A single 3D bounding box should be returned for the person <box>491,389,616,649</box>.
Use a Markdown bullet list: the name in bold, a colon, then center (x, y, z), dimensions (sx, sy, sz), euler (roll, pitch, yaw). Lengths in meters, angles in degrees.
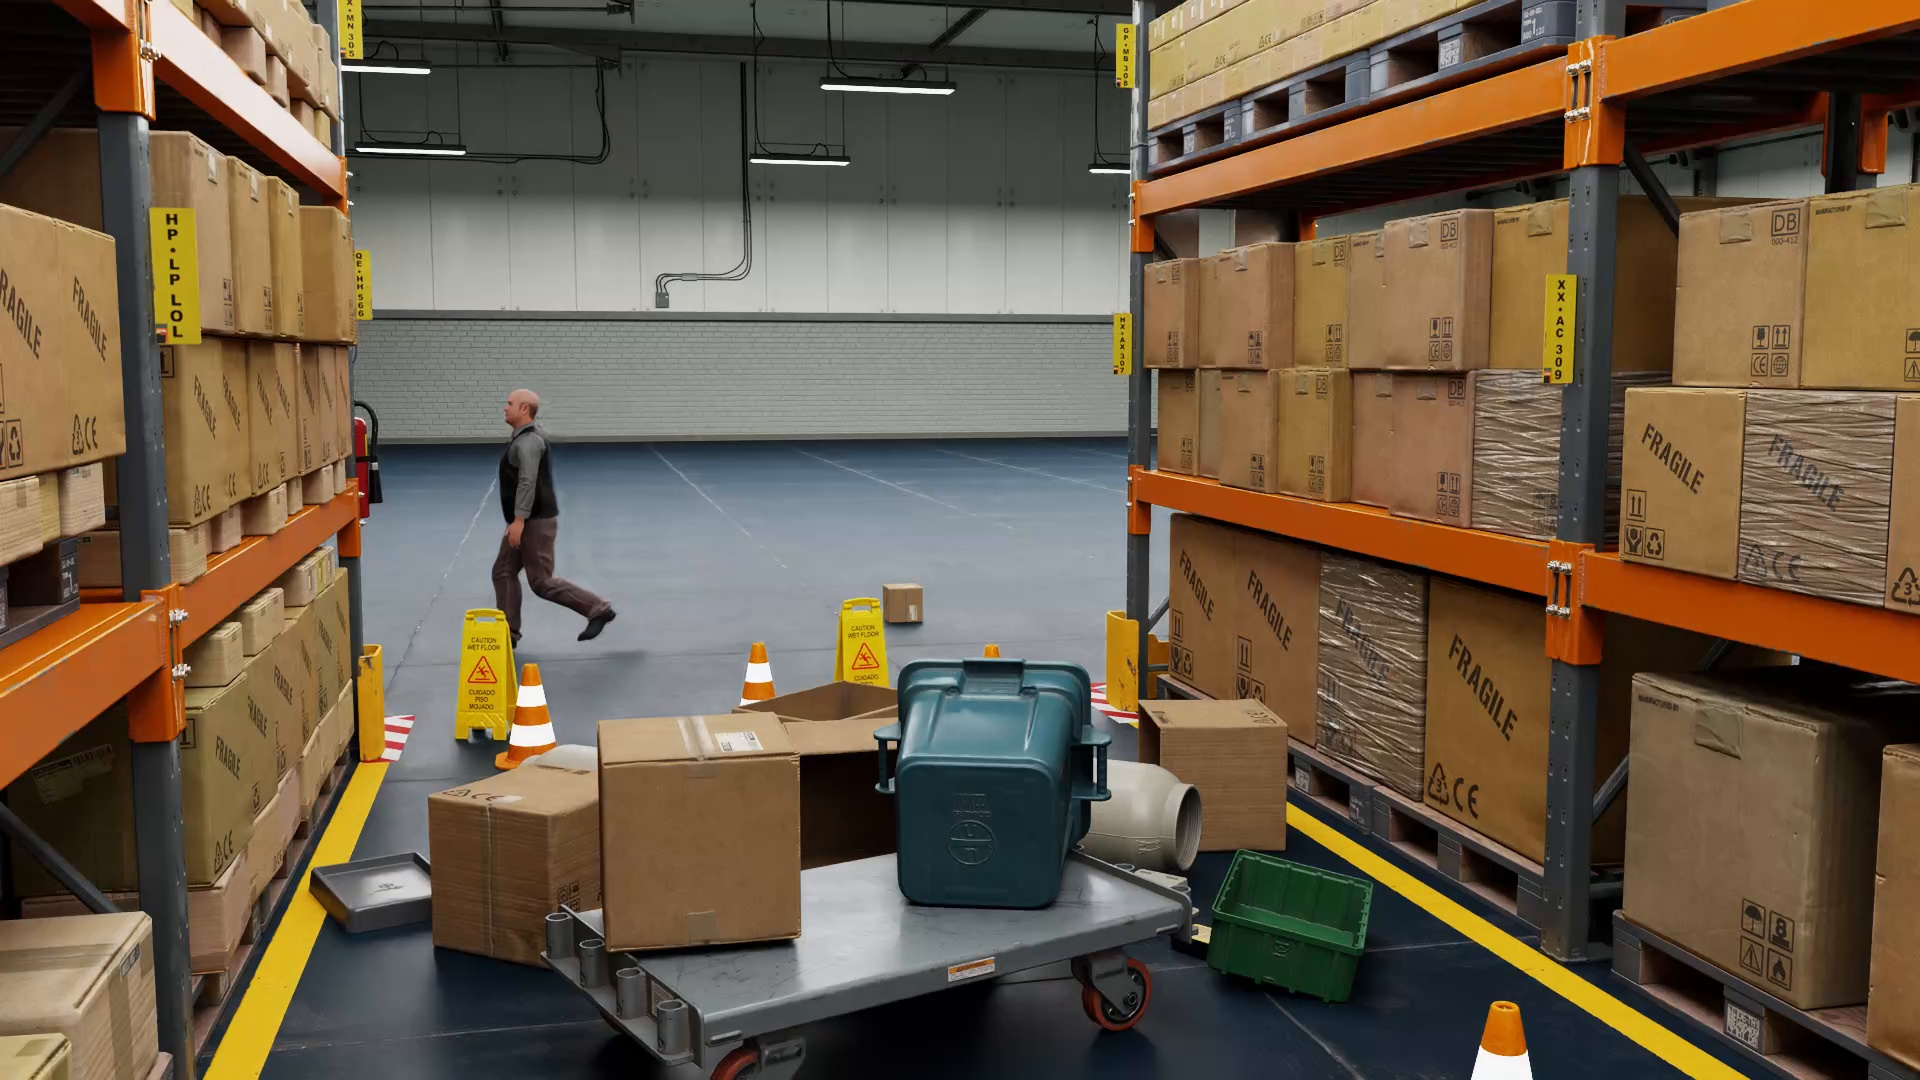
- **person**: center (-2.712, -0.126, 10.744), dimensions (0.926, 1.687, 0.548), euler (-2, 6, -16)
